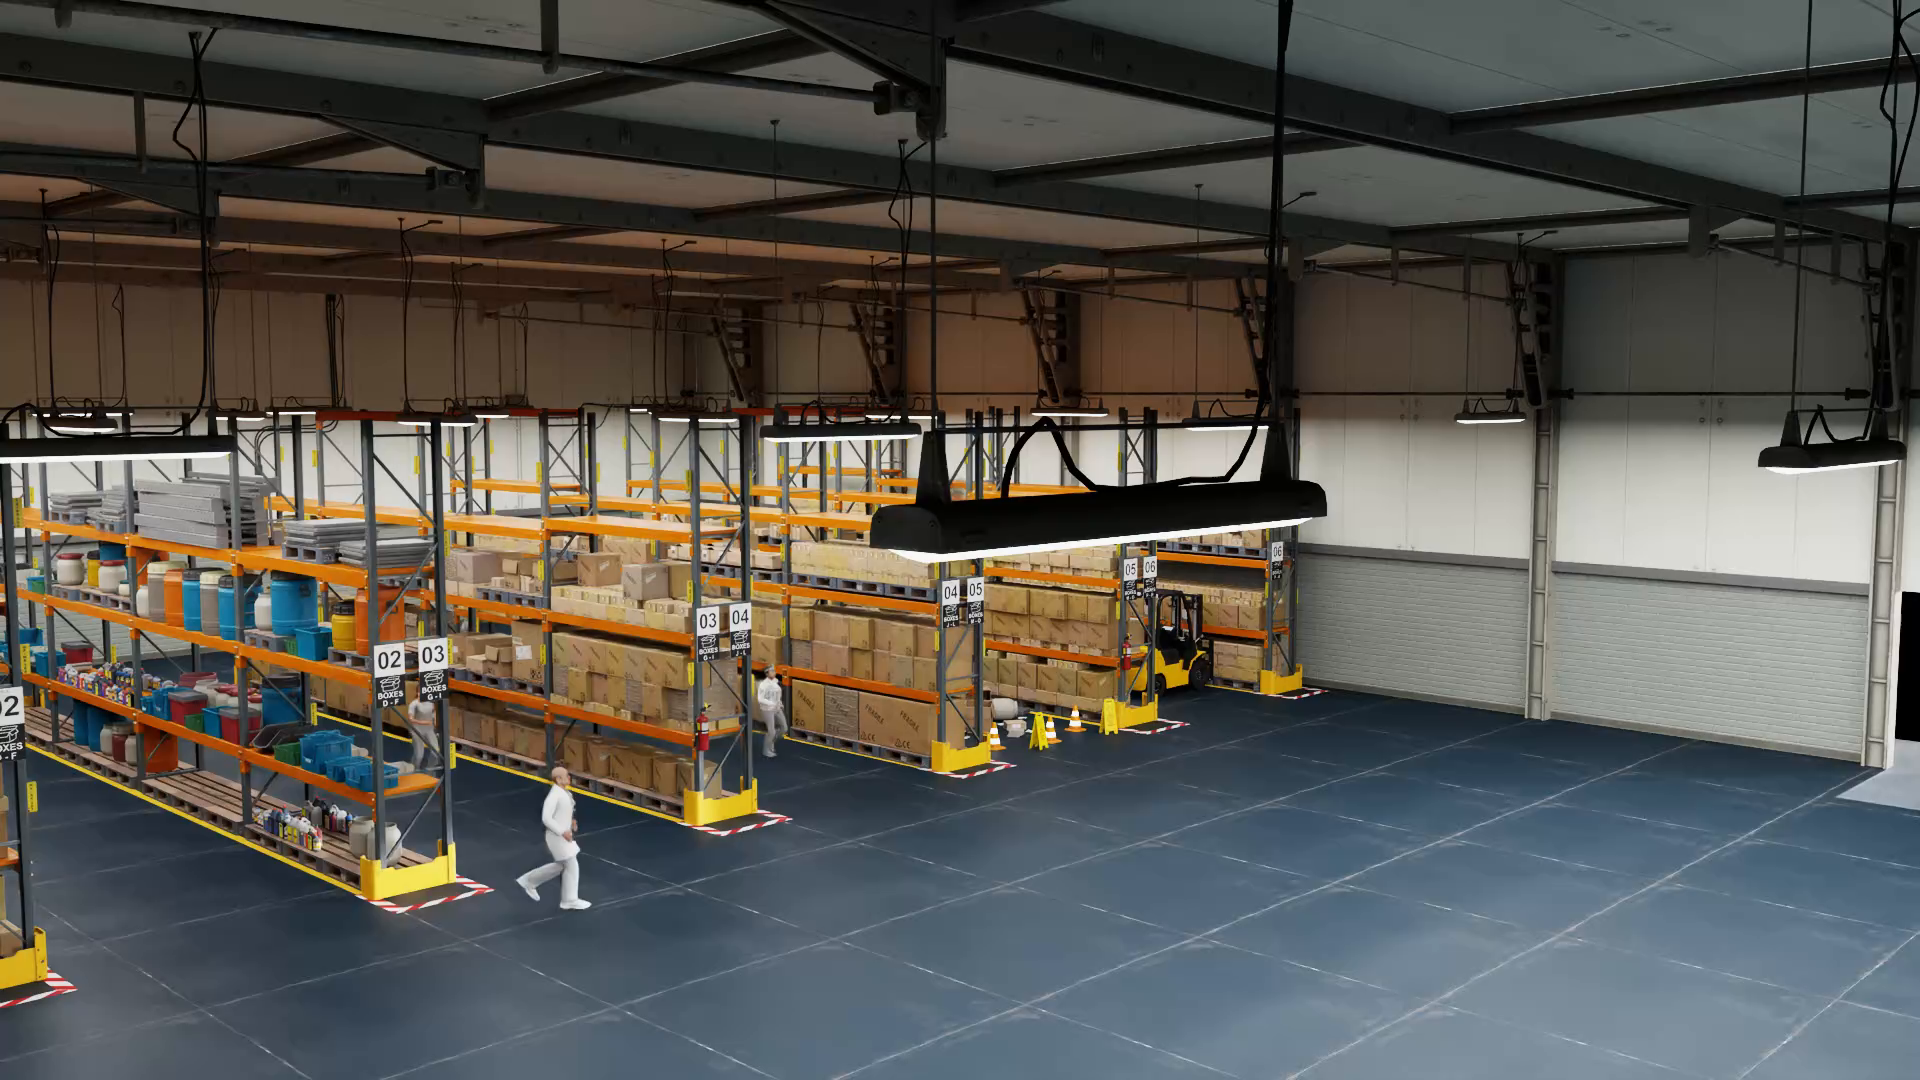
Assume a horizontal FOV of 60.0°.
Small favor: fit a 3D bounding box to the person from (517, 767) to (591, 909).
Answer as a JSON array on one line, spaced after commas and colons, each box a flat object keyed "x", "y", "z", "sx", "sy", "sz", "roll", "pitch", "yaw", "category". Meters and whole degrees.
[{"x": -4.977, "y": 3.643, "z": 20.323, "sx": 0.884, "sy": 1.770, "sz": 0.711, "roll": -1, "pitch": 5, "yaw": -9, "category": "person"}]

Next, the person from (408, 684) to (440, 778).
[{"x": -8.626, "y": 3.145, "z": 26.787, "sx": 0.715, "sy": 1.719, "sz": 0.580, "roll": 4, "pitch": 7, "yaw": 41, "category": "person"}]

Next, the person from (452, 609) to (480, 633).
[{"x": -11.944, "y": 1.883, "z": 40.377, "sx": 0.712, "sy": 1.712, "sz": 0.714, "roll": 5, "pitch": 7, "yaw": 42, "category": "person"}]

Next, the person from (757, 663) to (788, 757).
[{"x": -3.225, "y": 2.953, "z": 28.818, "sx": 0.528, "sy": 1.640, "sz": 0.589, "roll": 4, "pitch": 6, "yaw": 39, "category": "person"}]
